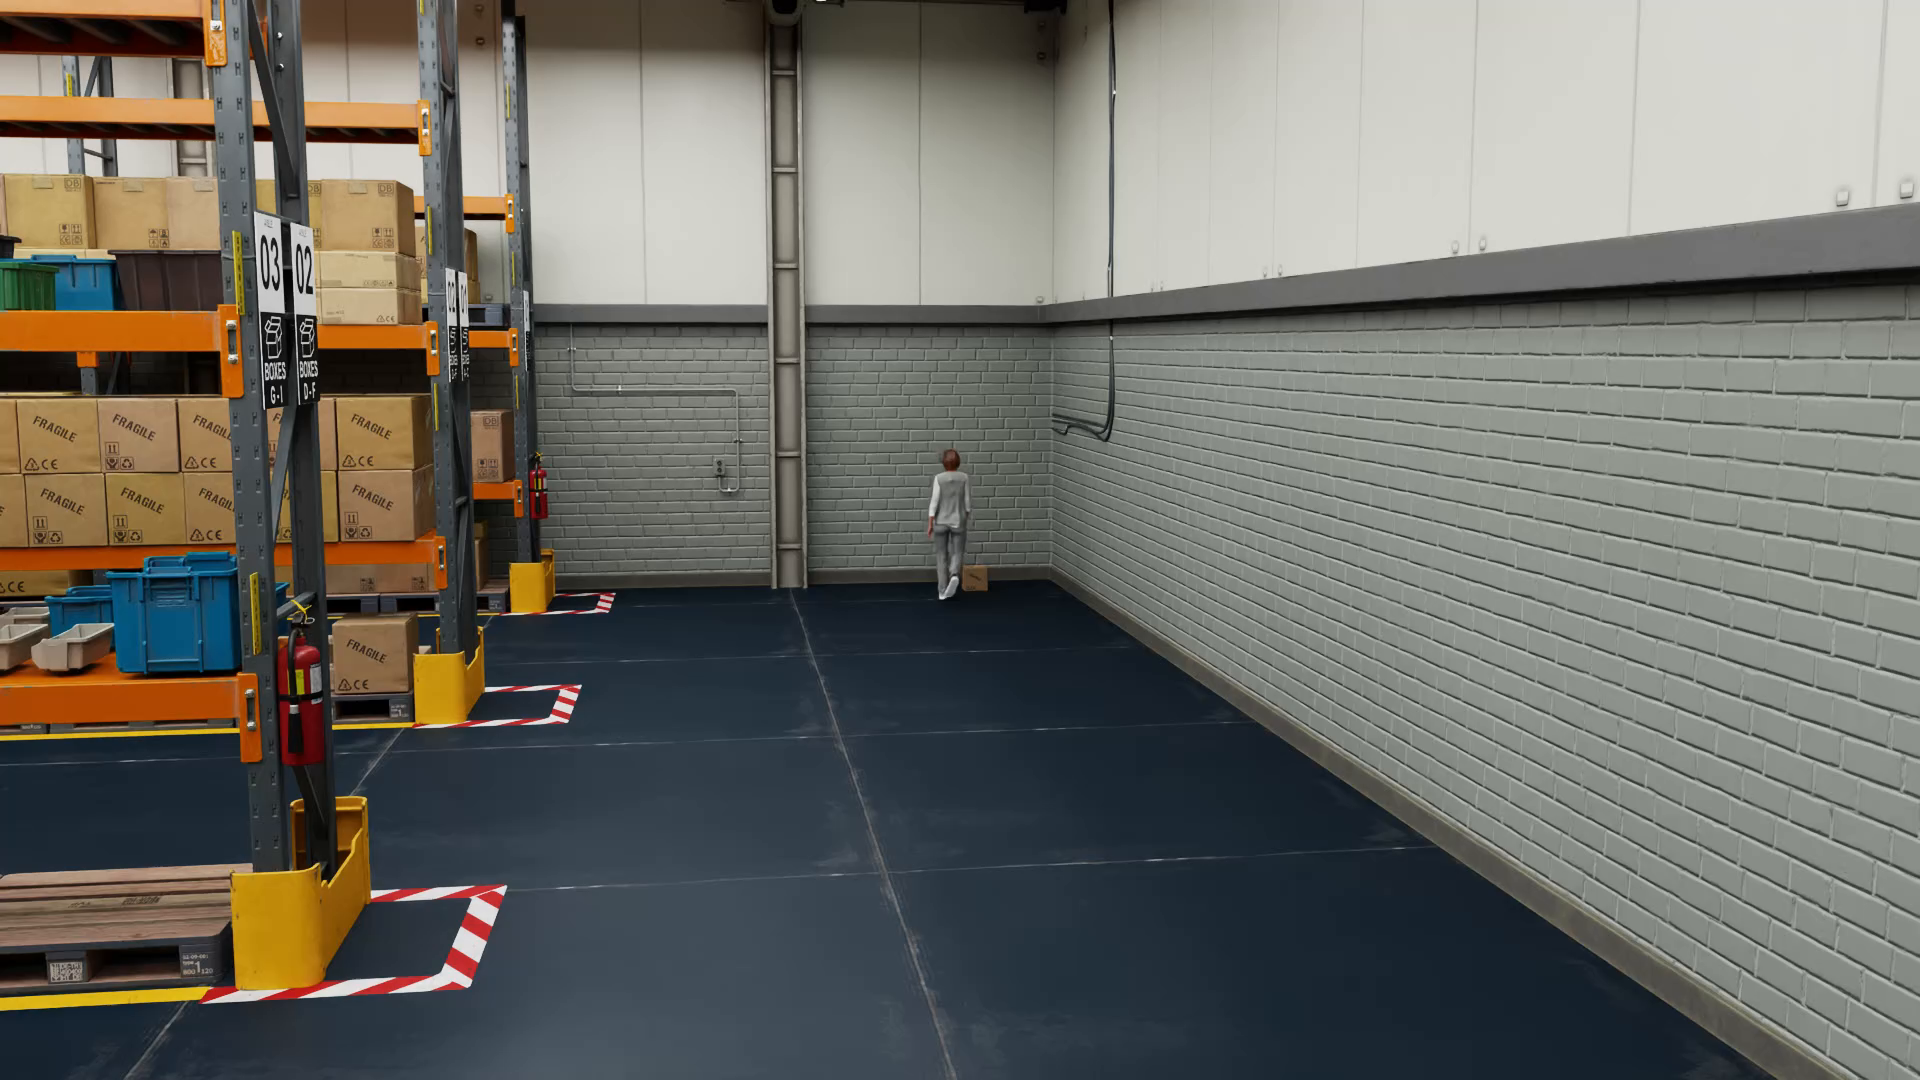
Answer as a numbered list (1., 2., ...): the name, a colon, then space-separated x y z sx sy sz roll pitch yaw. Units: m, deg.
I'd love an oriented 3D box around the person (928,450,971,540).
1. person: -0.111 -0.469 17.236 0.449 0.928 0.270 0 7 0
